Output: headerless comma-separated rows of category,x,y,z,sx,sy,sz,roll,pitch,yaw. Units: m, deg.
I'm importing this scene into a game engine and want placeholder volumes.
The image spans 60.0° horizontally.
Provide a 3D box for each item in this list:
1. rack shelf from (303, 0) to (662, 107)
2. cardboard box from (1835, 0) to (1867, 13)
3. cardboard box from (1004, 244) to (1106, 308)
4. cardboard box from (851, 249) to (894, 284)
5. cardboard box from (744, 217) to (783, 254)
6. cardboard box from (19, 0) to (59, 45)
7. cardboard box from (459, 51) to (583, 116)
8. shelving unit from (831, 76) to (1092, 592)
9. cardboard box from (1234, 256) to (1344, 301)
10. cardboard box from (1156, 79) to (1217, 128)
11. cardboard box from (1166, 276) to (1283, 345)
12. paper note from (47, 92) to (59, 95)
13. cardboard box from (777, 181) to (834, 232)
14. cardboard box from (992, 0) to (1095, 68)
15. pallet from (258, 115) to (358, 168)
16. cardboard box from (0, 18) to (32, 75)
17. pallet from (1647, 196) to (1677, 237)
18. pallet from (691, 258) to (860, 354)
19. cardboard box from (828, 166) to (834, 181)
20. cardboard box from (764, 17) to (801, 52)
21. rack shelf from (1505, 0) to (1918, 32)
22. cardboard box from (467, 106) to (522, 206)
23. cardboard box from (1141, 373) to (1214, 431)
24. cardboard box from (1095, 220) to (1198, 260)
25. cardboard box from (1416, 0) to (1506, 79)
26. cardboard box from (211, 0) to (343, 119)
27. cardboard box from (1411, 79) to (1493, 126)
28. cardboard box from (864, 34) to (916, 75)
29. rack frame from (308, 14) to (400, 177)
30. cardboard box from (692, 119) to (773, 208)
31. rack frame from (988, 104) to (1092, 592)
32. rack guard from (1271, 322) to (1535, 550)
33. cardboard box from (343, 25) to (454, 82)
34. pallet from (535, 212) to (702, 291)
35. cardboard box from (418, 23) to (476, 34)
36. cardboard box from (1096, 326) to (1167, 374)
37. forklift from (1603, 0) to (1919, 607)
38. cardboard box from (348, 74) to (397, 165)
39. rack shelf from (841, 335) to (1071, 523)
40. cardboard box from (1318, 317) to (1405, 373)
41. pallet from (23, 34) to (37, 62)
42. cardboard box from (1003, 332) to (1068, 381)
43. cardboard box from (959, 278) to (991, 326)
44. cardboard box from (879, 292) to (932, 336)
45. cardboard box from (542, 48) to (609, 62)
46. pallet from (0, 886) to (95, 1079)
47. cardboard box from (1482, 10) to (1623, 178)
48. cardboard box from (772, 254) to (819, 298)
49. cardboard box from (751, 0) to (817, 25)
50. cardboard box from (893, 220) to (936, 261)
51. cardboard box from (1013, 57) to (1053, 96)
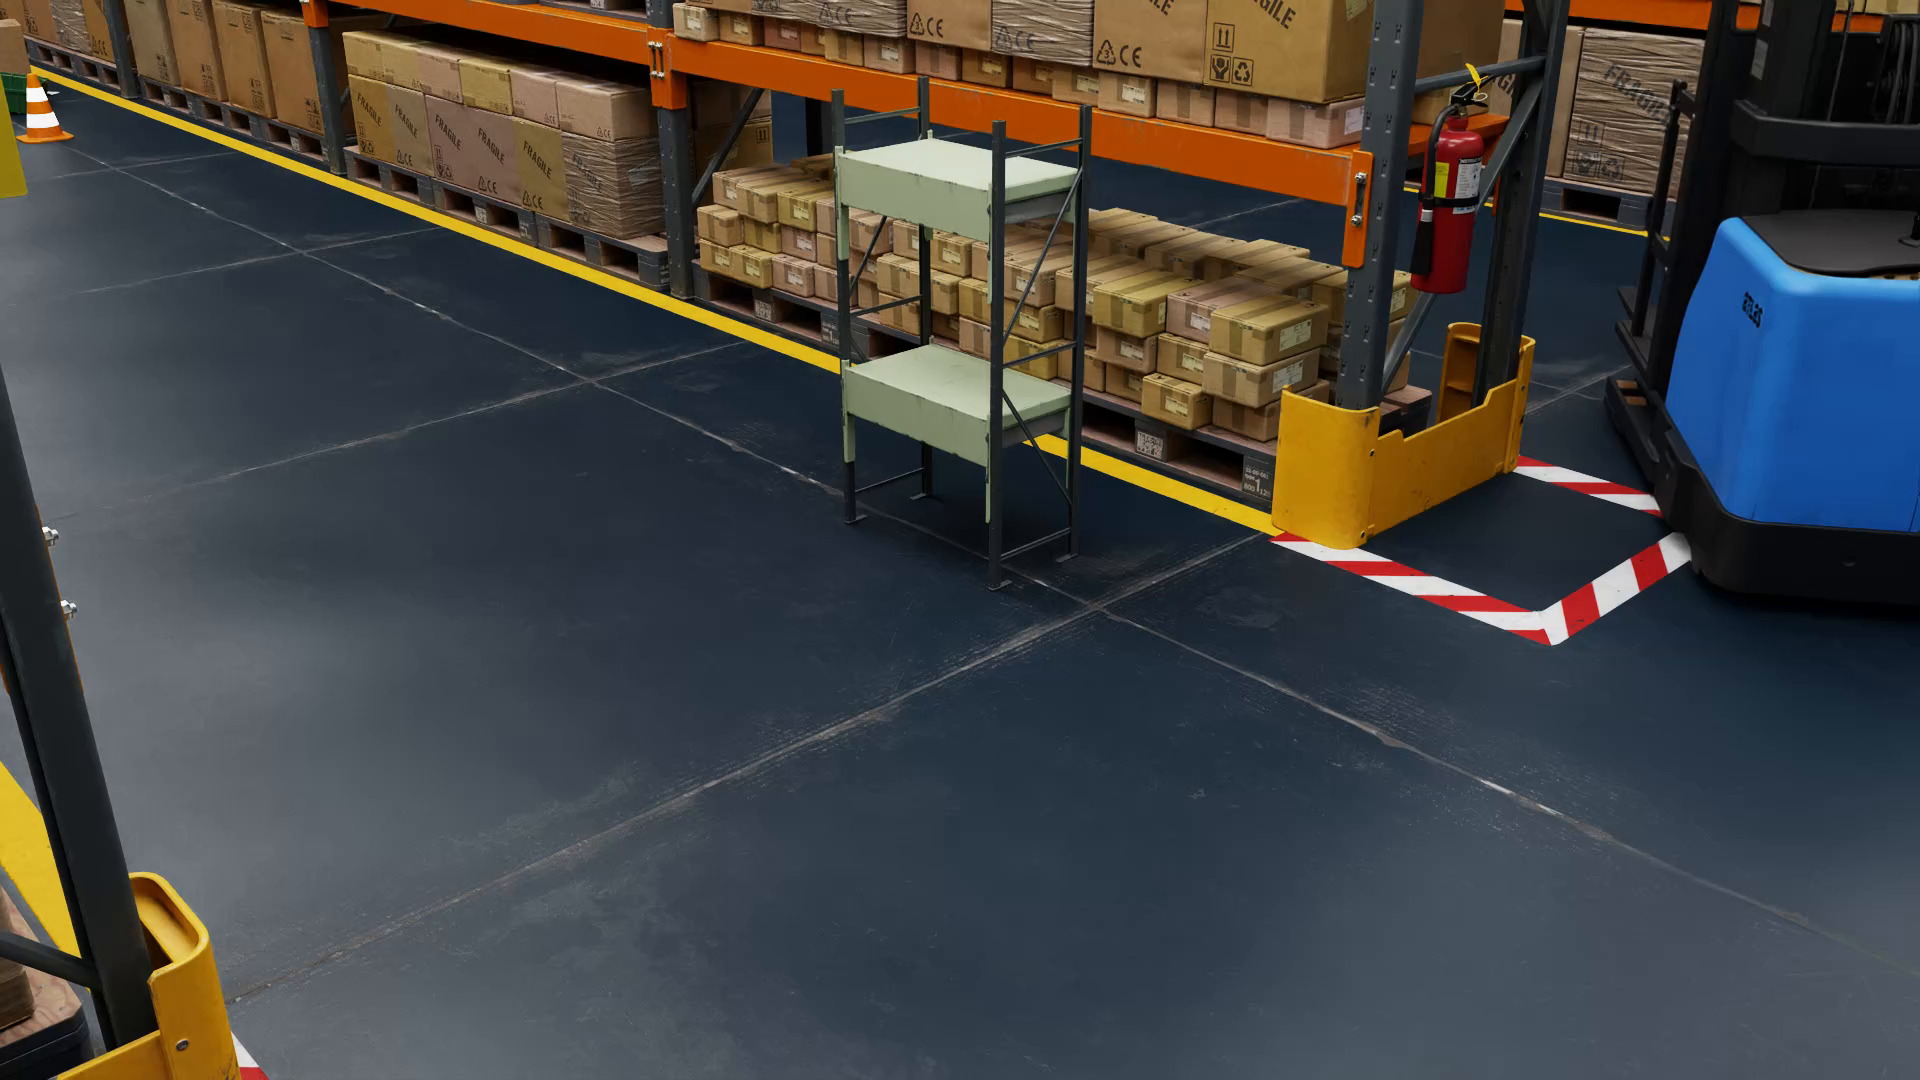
rack shelf,-2.433,-3.005,9.589,1.077,0.370,4.000,-21,32,-38
cardboard box,4.695,-2.869,8.727,0.380,0.149,0.250,-21,32,-38
cardboard box,0.366,-1.064,6.681,0.380,0.149,0.250,-20,31,-37
cardboard box,-0.268,-1.267,7.484,0.380,0.149,0.250,-19,31,-36
cardboard box,-0.814,-1.503,8.002,0.380,0.149,0.250,-21,32,-38
cardboard box,-8.154,-5.133,15.442,0.875,0.875,0.875,-22,32,-39
cardboard box,-2.473,-2.590,9.417,0.500,0.250,0.500,22,33,39
shelving unit,-0.005,-0.684,5.443,0.431,1.500,0.755,-21,32,-38
cardboard box,1.281,-0.983,6.503,0.380,0.149,0.250,-21,32,-38
cardboard box,0.913,-1.576,5.893,0.380,0.149,0.250,-22,32,-39
cardboard box,0.991,-0.860,6.232,0.380,0.149,0.250,-20,32,-37
paper note,-7.655,-3.746,13.924,0.142,0.020,0.147,3,25,6
cardboard box,-0.628,-1.565,7.778,0.380,0.149,0.250,-22,32,-39
cardboard box,0.471,-2.066,6.187,0.500,0.500,0.500,-21,32,-38
pallet,-4.284,-2.929,11.917,1.003,0.211,1.213,-21,32,-38
cardboard box,-8.344,-4.193,14.335,0.500,0.500,0.500,-15,29,-30
pallet,4.754,-1.842,9.533,1.003,0.211,1.213,-21,32,-38
pallet,-0.582,-1.264,8.266,1.003,0.211,1.213,-21,32,-38
cardboard box,-0.430,-1.790,8.273,0.380,0.149,0.250,-21,32,-38
cardboard box,-0.660,-2.310,7.502,0.250,0.149,0.380,22,33,39
rack shelf,3.990,-3.169,9.949,1.077,0.370,4.000,-21,32,-38
cardboard box,-2.454,-2.245,9.562,0.500,0.500,0.500,-22,33,-40
cardboard box,0.906,-0.558,6.287,0.380,0.149,0.250,-20,31,-37
cardboard box,0.790,-1.234,7.054,0.380,0.149,0.250,-20,31,-37
cardboard box,1.562,-1.909,5.842,0.500,0.500,0.500,-19,31,-36
cardboard box,-4.751,-3.579,12.186,1.050,0.750,0.750,-21,32,-38
cardboard box,1.685,-1.591,5.926,0.380,0.149,0.250,-22,32,-39
cardboard box,-0.176,-2.048,6.927,0.380,0.149,0.250,-20,31,-36
rack frame,-3.800,-3.938,10.768,1.000,3.000,0.127,-21,32,-38
cardboard box,-1.378,-2.079,9.199,0.500,0.500,0.500,-20,31,-37
rack frame,0.246,-0.573,5.200,0.400,1.500,0.023,-21,32,-38
rack guard,1.616,-0.400,6.024,1.175,0.500,0.348,-21,32,-38
cardboard box,-3.506,-3.055,10.435,0.500,0.250,0.500,22,32,39
pallet,-1.600,-1.693,9.206,1.003,0.211,1.213,-21,32,-38
cardboard box,-3.142,-3.200,10.752,0.500,0.250,0.500,-22,33,-40
cardboard box,0.742,-0.779,6.415,0.250,0.149,0.380,22,33,40
forklift,3.159,-1.685,5.912,1.130,2.935,3.031,4,25,10
cardboard box,-3.503,-2.705,10.571,0.500,0.500,0.500,22,33,40
rack shelf,-0.005,-0.388,5.578,0.431,0.370,0.720,-21,32,-38
cardboard box,1.497,-0.775,6.405,0.380,0.149,0.250,-20,31,-36
pallet,-8.665,-4.873,16.177,1.003,0.211,1.213,-21,32,-38
cardboard box,0.390,-0.793,6.802,0.250,0.149,0.380,22,33,39
cardboard box,0.217,-1.015,6.932,0.380,0.149,0.250,-19,31,-36
cardboard box,-0.136,-1.037,7.338,0.380,0.149,0.250,-22,33,-40
cardboard box,-2.090,-2.736,9.736,0.500,0.250,0.500,-20,31,-37
pallet,-2.480,0.969,3.371,1.003,0.211,1.213,-21,32,-38
cardboard box,3.631,-2.831,10.396,0.875,0.875,0.875,-21,32,-38
cardboard box,-0.662,-1.277,7.865,0.380,0.149,0.250,-21,32,-39
cardboard box,-0.568,-2.537,7.219,0.500,0.500,0.500,-21,32,-38
cardboard box,-0.073,-1.333,7.269,0.250,0.149,0.380,22,33,40
cardboard box,0.422,-1.834,6.458,0.250,0.149,0.380,22,33,40
